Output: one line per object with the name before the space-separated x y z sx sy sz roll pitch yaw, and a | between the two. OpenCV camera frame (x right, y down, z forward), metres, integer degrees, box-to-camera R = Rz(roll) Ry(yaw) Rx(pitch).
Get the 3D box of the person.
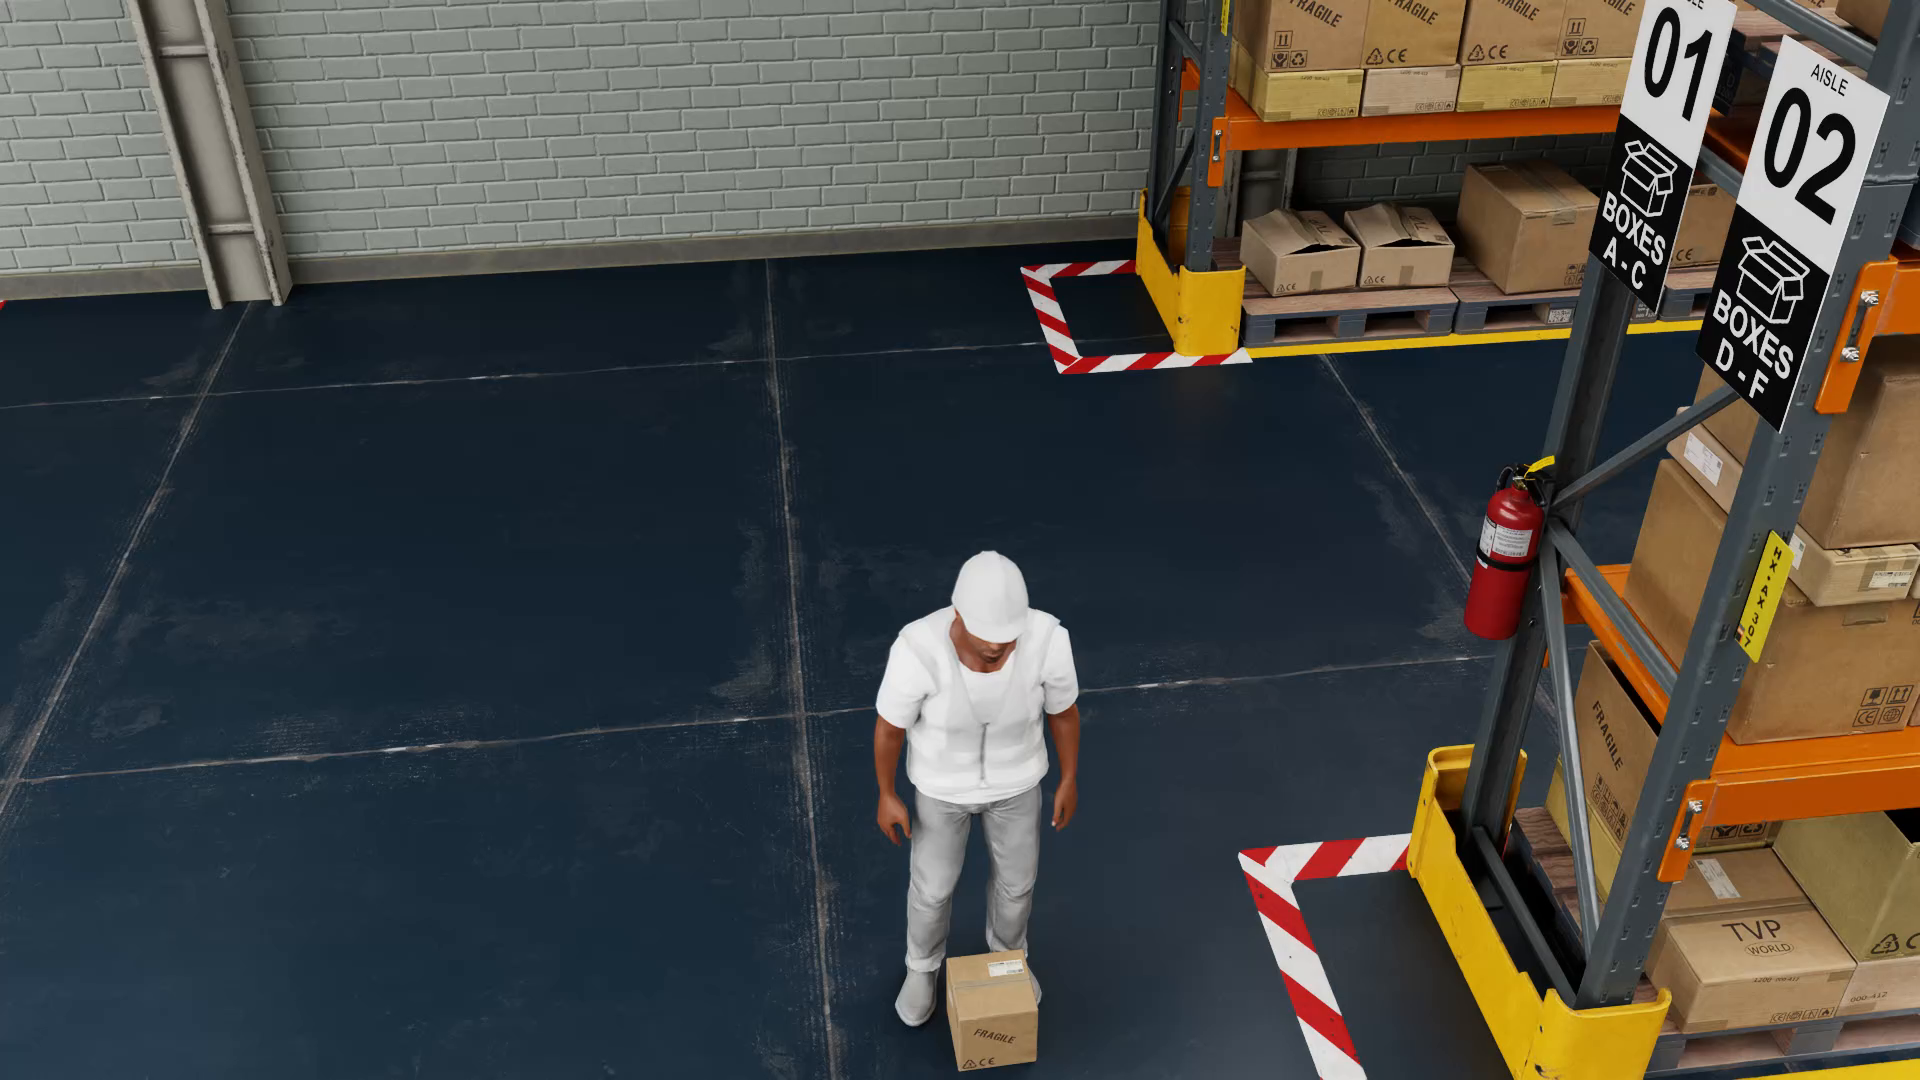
person | 0.056 0.748 5.043 0.627 1.761 0.460 -5 35 -7
